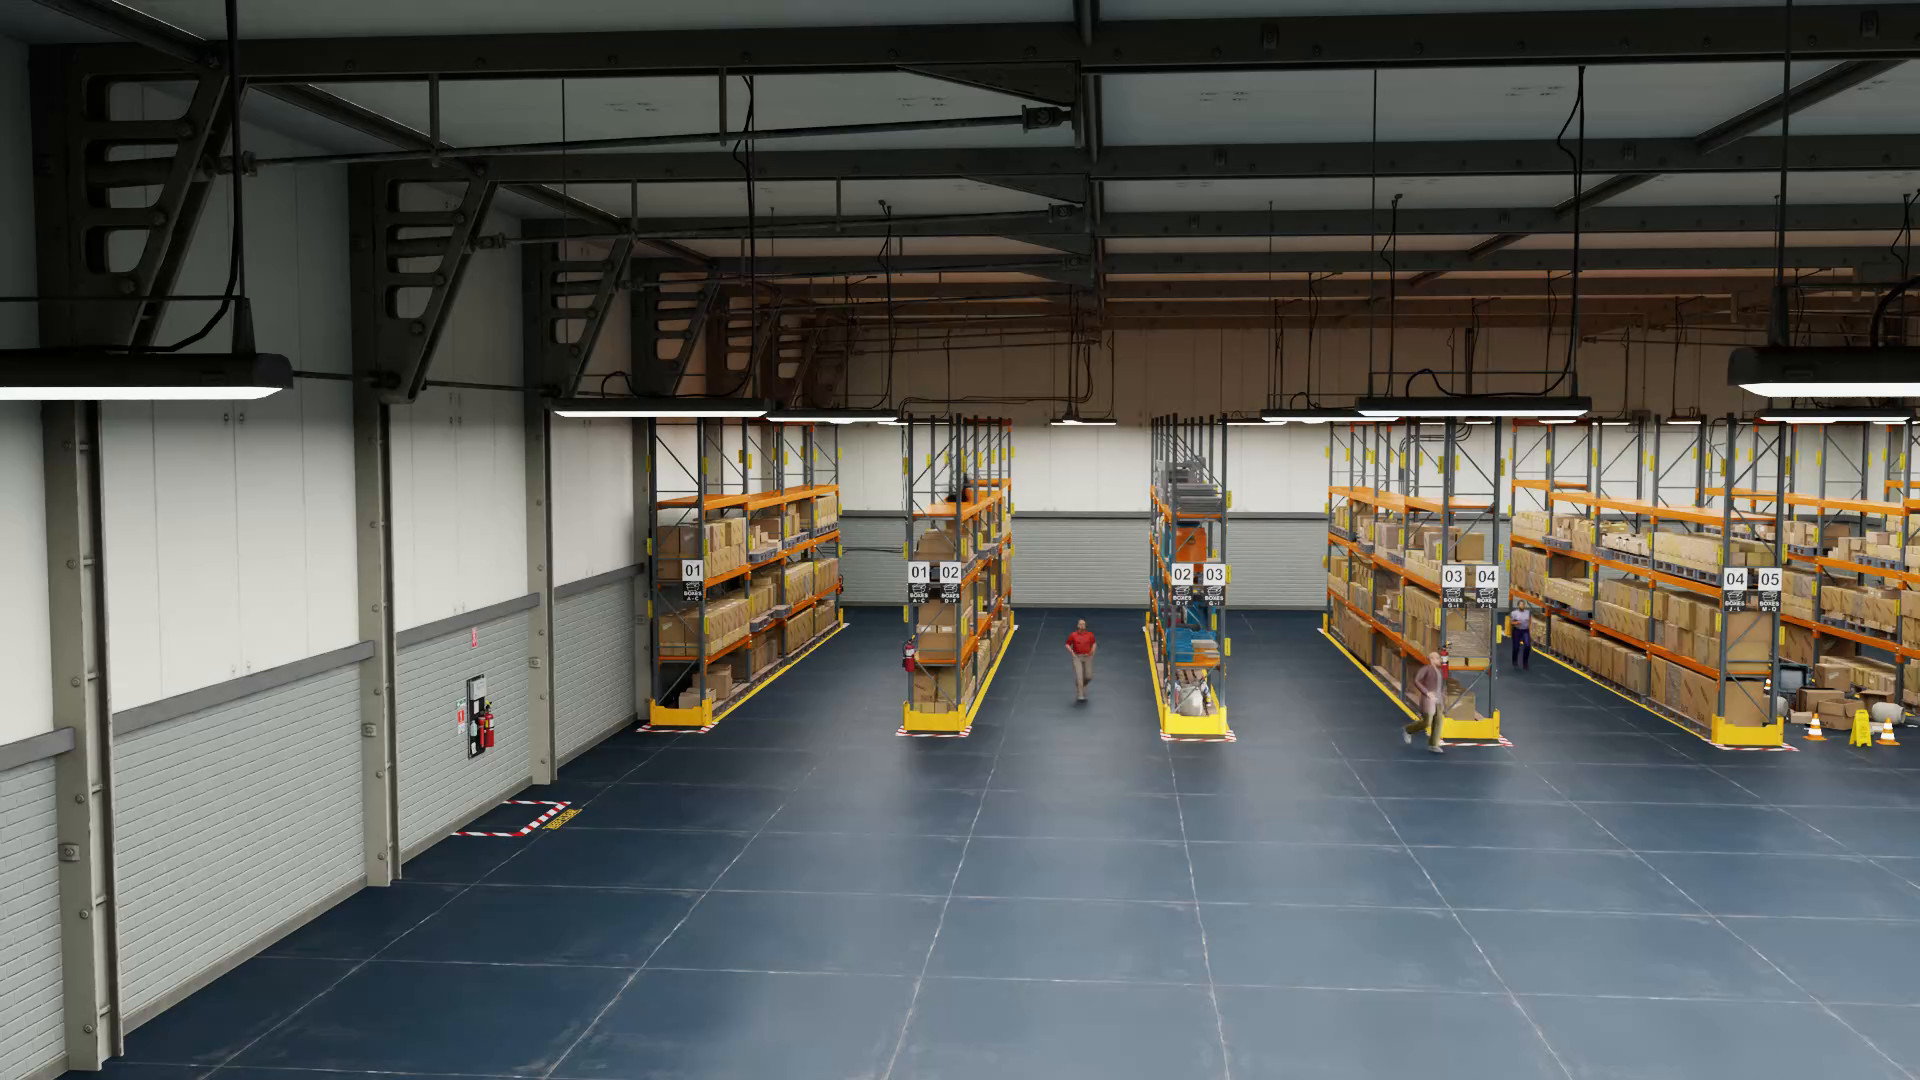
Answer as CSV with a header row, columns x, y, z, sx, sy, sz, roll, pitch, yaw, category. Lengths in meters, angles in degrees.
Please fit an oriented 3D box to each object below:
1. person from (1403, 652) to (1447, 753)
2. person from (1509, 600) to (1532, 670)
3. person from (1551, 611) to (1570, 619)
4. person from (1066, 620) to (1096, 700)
x,y,z,sx,sy,sz,roll,pitch,yaw,category
8.419,2.863,29.625,0.773,1.721,0.918,-2,5,-32,person
13.330,2.257,39.507,0.554,1.687,0.759,0,4,7,person
17.032,1.742,47.294,0.820,1.613,0.524,1,4,11,person
2.569,2.517,35.154,0.661,1.673,0.628,0,4,-5,person
